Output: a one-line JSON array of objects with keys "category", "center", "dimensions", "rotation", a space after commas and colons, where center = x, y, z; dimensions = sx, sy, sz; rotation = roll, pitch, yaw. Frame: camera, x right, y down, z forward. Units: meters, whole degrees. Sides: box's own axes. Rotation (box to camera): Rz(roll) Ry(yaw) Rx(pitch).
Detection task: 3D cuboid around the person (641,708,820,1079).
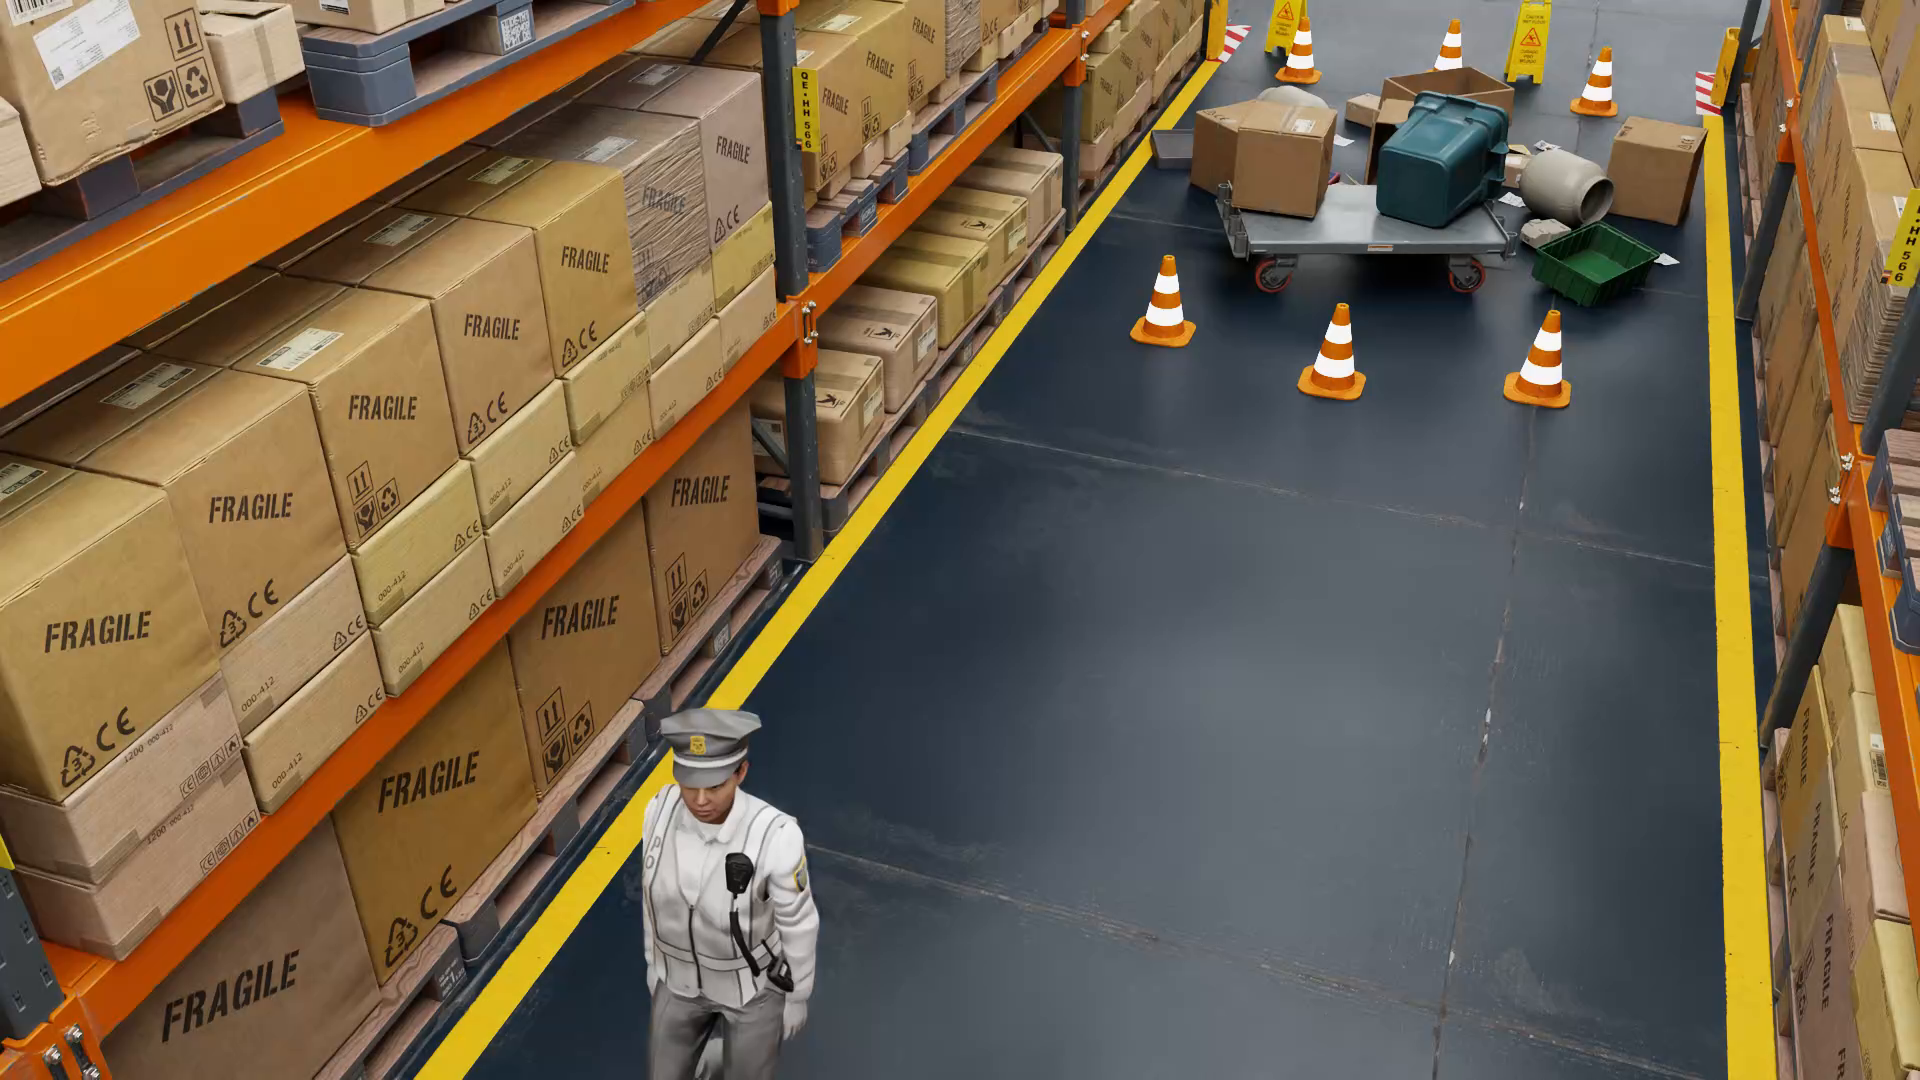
[{"category": "person", "center": [-0.602, 1.123, 4.376], "dimensions": [0.488, 1.677, 0.511], "rotation": [11, 35, 16]}]
